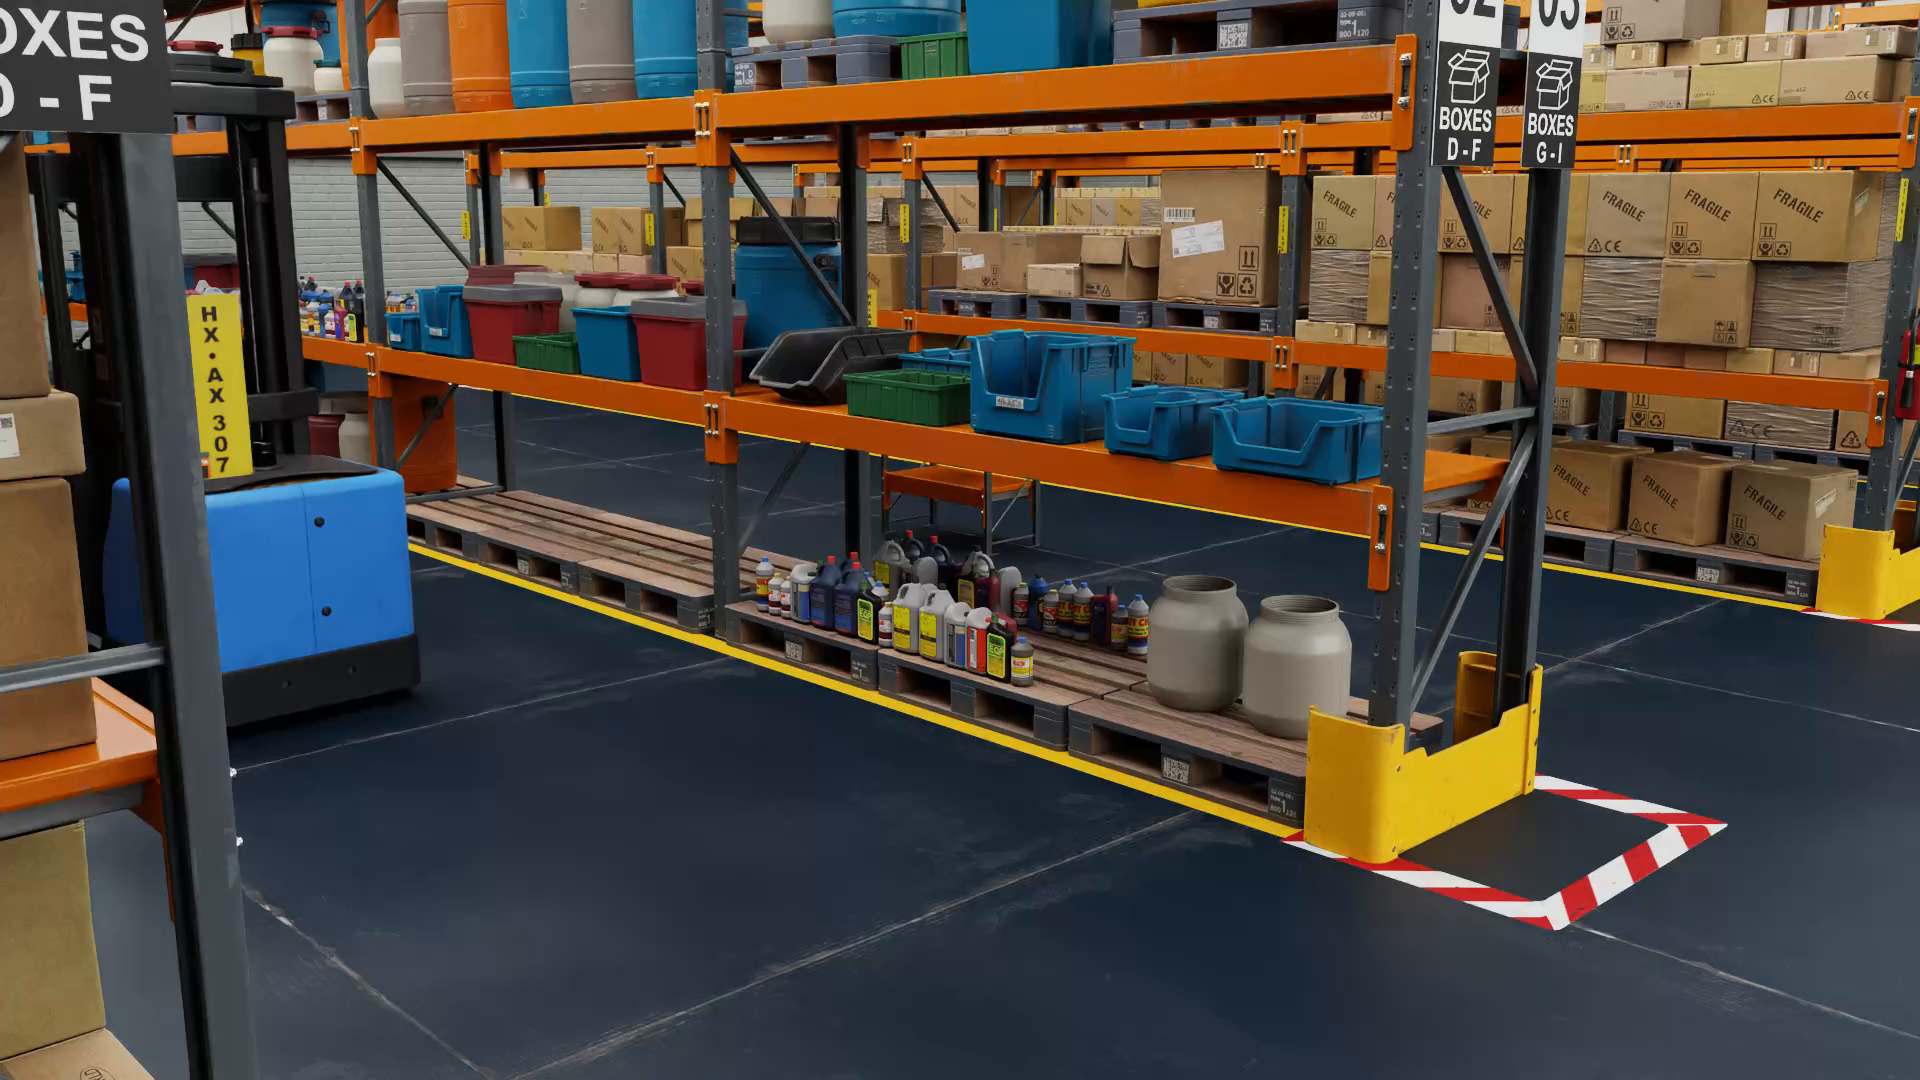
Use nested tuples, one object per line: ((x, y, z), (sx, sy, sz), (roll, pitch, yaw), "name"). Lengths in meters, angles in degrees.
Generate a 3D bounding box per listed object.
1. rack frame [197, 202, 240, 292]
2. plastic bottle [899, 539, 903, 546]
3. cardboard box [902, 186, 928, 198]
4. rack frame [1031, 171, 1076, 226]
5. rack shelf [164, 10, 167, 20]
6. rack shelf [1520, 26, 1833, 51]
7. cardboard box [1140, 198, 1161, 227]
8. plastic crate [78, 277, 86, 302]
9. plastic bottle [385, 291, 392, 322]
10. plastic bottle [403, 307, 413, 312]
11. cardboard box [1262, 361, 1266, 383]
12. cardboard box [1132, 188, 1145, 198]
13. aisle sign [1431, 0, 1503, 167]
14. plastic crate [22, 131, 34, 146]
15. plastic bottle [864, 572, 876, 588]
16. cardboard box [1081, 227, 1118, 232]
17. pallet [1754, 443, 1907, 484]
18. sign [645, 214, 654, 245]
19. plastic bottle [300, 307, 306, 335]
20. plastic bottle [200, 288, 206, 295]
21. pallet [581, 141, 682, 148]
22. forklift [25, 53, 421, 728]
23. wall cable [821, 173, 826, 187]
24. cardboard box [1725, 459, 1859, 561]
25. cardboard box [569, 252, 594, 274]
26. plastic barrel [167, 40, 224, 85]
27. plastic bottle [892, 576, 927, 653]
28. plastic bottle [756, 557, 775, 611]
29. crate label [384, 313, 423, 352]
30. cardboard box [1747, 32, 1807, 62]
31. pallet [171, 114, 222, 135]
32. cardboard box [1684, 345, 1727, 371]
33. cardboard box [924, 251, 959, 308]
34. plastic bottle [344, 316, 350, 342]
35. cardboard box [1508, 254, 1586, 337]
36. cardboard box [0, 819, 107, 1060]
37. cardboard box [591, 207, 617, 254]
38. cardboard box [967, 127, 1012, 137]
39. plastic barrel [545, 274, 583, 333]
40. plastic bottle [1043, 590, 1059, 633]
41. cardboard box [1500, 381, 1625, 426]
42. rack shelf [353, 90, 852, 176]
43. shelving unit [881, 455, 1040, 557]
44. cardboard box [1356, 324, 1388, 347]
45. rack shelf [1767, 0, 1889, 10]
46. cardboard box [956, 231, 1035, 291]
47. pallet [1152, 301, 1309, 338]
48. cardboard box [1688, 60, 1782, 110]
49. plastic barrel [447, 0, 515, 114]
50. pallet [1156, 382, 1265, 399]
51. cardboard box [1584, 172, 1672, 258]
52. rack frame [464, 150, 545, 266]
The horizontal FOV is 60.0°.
((-6.430, -2.174, 14.531), (1.000, 3.000, 0.127), (-11, 16, -43), "rack frame")
((-0.334, 0.133, 8.976), (0.061, 0.283, 0.133), (-10, 15, -40), "plastic bottle")
((-0.415, -4.407, 21.908), (0.500, 0.500, 0.500), (-10, 16, -41), "cardboard box")
((1.557, -4.829, 27.417), (1.000, 3.000, 0.127), (-11, 16, -43), "rack frame")
((-3.109, -1.142, 3.869), (1.077, 0.370, 4.000), (-11, 16, -43), "rack shelf")
((8.463, -5.760, 19.841), (1.077, 0.370, 4.000), (-11, 16, -43), "rack shelf")
((3.091, -4.963, 25.339), (0.500, 0.500, 0.500), (-11, 16, -42), "cardboard box")
((-8.143, -2.387, 15.832), (0.416, 0.233, 0.300), (-11, 16, -43), "plastic crate")
((-4.498, -1.816, 13.083), (0.061, 0.283, 0.133), (-11, 16, -43), "plastic bottle")
((-4.130, -1.649, 12.472), (0.097, 0.201, 0.097), (0, 12, 0), "plastic bottle")
((3.268, -2.077, 19.214), (0.500, 0.500, 0.500), (11, 16, 43), "cardboard box")
((2.859, -5.331, 25.522), (0.380, 0.149, 0.250), (-11, 16, -43), "cardboard box")
((1.692, -1.644, 5.516), (0.394, 0.787, 0.004), (-11, 16, -43), "aisle sign")
((-9.128, -4.068, 16.613), (0.497, 0.269, 0.590), (-11, 16, -43), "plastic crate")
((-0.461, 0.294, 8.221), (0.097, 0.271, 0.097), (0, 12, 0), "plastic bottle")
((1.642, -3.605, 19.581), (0.380, 0.149, 0.250), (-10, 15, -40), "cardboard box")
((7.649, -0.707, 14.322), (1.003, 0.211, 1.213), (-11, 16, -43), "pallet")
((-3.248, -3.250, 17.409), (0.100, 0.325, 0.005), (-11, 16, -43), "sign")
((-4.885, -1.631, 12.386), (0.097, 0.201, 0.097), (0, 12, 0), "plastic bottle")
((-6.233, -1.950, 13.762), (0.097, 0.271, 0.097), (0, 12, 0), "plastic bottle")
((-3.405, -4.411, 18.174), (1.003, 0.211, 1.213), (-11, 16, -43), "pallet")
((-3.944, -0.831, 8.179), (3.031, 2.935, 1.130), (11, 16, 43), "forklift")
((-2.354, -6.162, 31.290), (0.585, 1.953, 0.123), (-11, 16, -43), "wall cable")
((5.020, -0.188, 10.044), (0.500, 0.500, 0.500), (-7, 14, -32), "cardboard box")
((-4.054, -3.114, 18.727), (0.500, 0.250, 0.500), (-10, 16, -41), "cardboard box")
((-6.248, -3.804, 13.629), (0.433, 0.535, 0.433), (0, 12, 0), "plastic barrel")
((-0.224, 0.341, 7.799), (0.144, 0.351, 0.185), (-11, 16, -43), "plastic bottle")
((-1.002, 0.222, 8.572), (0.097, 0.271, 0.097), (0, 12, 0), "plastic bottle")
((-3.648, -1.395, 11.162), (0.303, 0.233, 0.416), (-11, 16, -43), "crate label")
((4.659, -2.780, 9.421), (0.250, 0.149, 0.380), (11, 16, 43), "cardboard box")
((-5.818, -3.450, 13.758), (1.213, 0.211, 1.003), (-11, 16, -43), "pallet")
((4.550, -1.107, 9.975), (0.380, 0.149, 0.250), (-11, 16, -43), "cardboard box")
((-0.224, -2.438, 15.565), (0.500, 0.500, 0.500), (-10, 15, -41), "cardboard box")
((-4.322, -1.512, 11.809), (0.097, 0.201, 0.097), (0, 12, 0), "plastic bottle")
((3.996, -1.602, 10.767), (0.875, 0.500, 0.500), (-11, 16, -43), "cardboard box")
((-2.284, 0.859, 3.725), (0.500, 0.500, 0.500), (-11, 16, -43), "cardboard box")
((-3.702, -3.407, 18.293), (0.500, 0.500, 0.500), (-11, 16, -42), "cardboard box")
((0.409, -3.497, 13.891), (0.500, 0.250, 0.500), (-10, 16, -41), "cardboard box")
((-2.512, -1.463, 10.803), (0.421, 0.512, 0.421), (0, 12, 0), "plastic barrel")
((0.456, 0.345, 8.147), (0.097, 0.201, 0.097), (0, 12, 0), "plastic bottle")
((5.840, -1.555, 16.060), (1.050, 0.750, 0.750), (-11, 16, -43), "cardboard box")
((-2.286, -2.415, 10.050), (1.077, 0.370, 4.000), (-11, 16, -43), "rack shelf")
((-0.005, -0.552, 11.303), (0.538, 1.125, 1.048), (-11, 16, -43), "shelving unit")
((2.964, -1.430, 11.539), (0.380, 0.149, 0.250), (-11, 16, -43), "cardboard box")
((7.715, -4.471, 13.588), (1.077, 0.370, 4.000), (-11, 16, -43), "rack shelf")
((0.316, -2.462, 14.639), (0.500, 0.500, 0.500), (9, 15, 38), "cardboard box")
((2.254, -1.735, 12.873), (1.003, 0.211, 1.213), (-11, 16, -43), "pallet")
((4.576, -2.616, 9.614), (0.500, 0.250, 0.500), (-11, 16, -42), "cardboard box")
((-2.806, -3.024, 10.159), (0.600, 0.830, 0.708), (-11, 16, -43), "plastic barrel")
((3.033, -1.705, 19.166), (1.003, 0.211, 1.213), (-11, 16, -43), "pallet")
((4.188, -1.989, 10.168), (0.500, 0.500, 0.500), (-11, 16, -43), "cardboard box")
((-5.610, -3.448, 20.714), (1.000, 3.000, 0.127), (-11, 16, -43), "rack frame")
